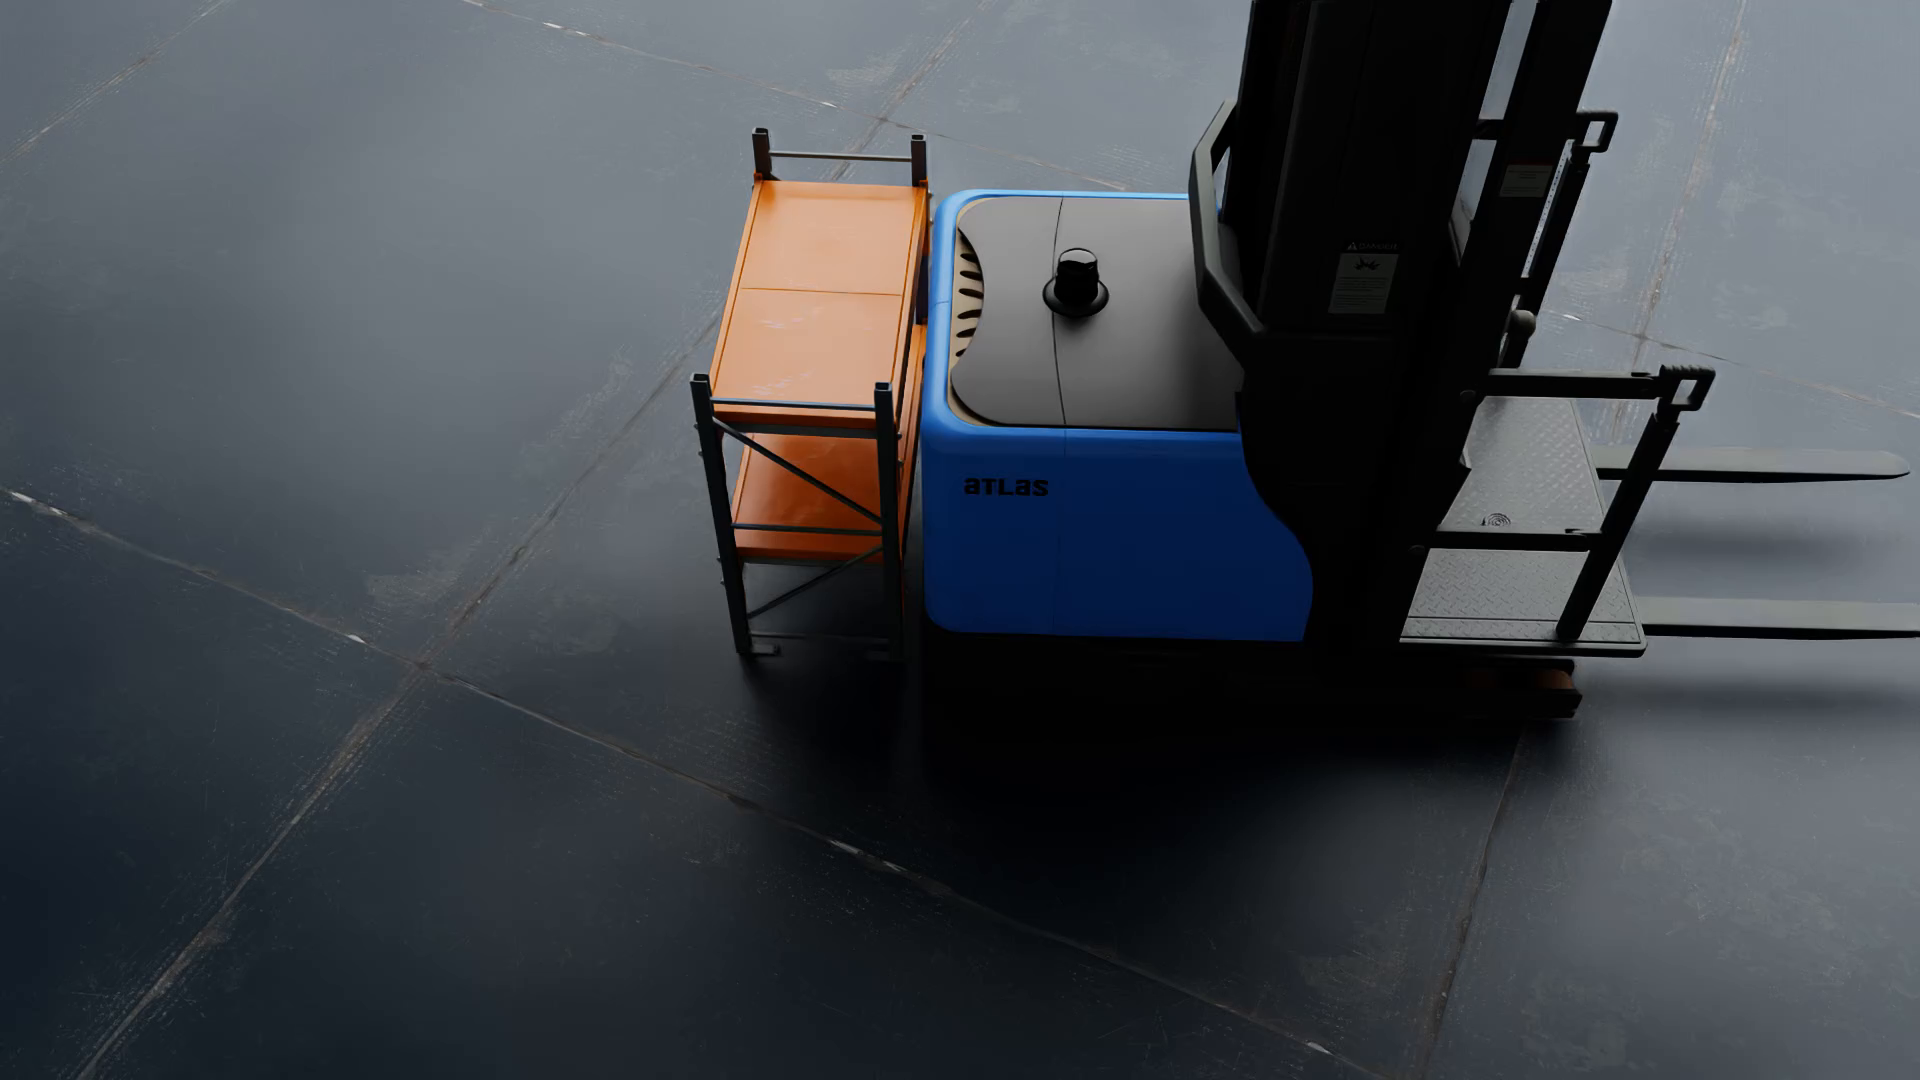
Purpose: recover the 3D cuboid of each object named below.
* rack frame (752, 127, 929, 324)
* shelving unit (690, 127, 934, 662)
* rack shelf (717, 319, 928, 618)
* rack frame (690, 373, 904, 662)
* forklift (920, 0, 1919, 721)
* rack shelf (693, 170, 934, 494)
[{"bbox_3d":[-0.346,-0.799,5.191,0.500,1.125,0.032,3,50,3],"label":"rack frame"},{"bbox_3d":[-0.382,-0.412,4.862,0.538,1.125,1.048,3,50,3],"label":"shelving unit"},{"bbox_3d":[-0.381,-0.254,5.048,0.538,0.278,1.000,3,50,3],"label":"rack shelf"},{"bbox_3d":[-0.417,-0.026,4.533,0.500,1.125,0.032,3,50,3],"label":"rack frame"},{"bbox_3d":[1.417,-0.843,4.043,3.031,2.935,1.130,1,50,1],"label":"forklift"},{"bbox_3d":[-0.382,-0.602,4.639,0.538,0.278,1.000,3,50,3],"label":"rack shelf"}]
